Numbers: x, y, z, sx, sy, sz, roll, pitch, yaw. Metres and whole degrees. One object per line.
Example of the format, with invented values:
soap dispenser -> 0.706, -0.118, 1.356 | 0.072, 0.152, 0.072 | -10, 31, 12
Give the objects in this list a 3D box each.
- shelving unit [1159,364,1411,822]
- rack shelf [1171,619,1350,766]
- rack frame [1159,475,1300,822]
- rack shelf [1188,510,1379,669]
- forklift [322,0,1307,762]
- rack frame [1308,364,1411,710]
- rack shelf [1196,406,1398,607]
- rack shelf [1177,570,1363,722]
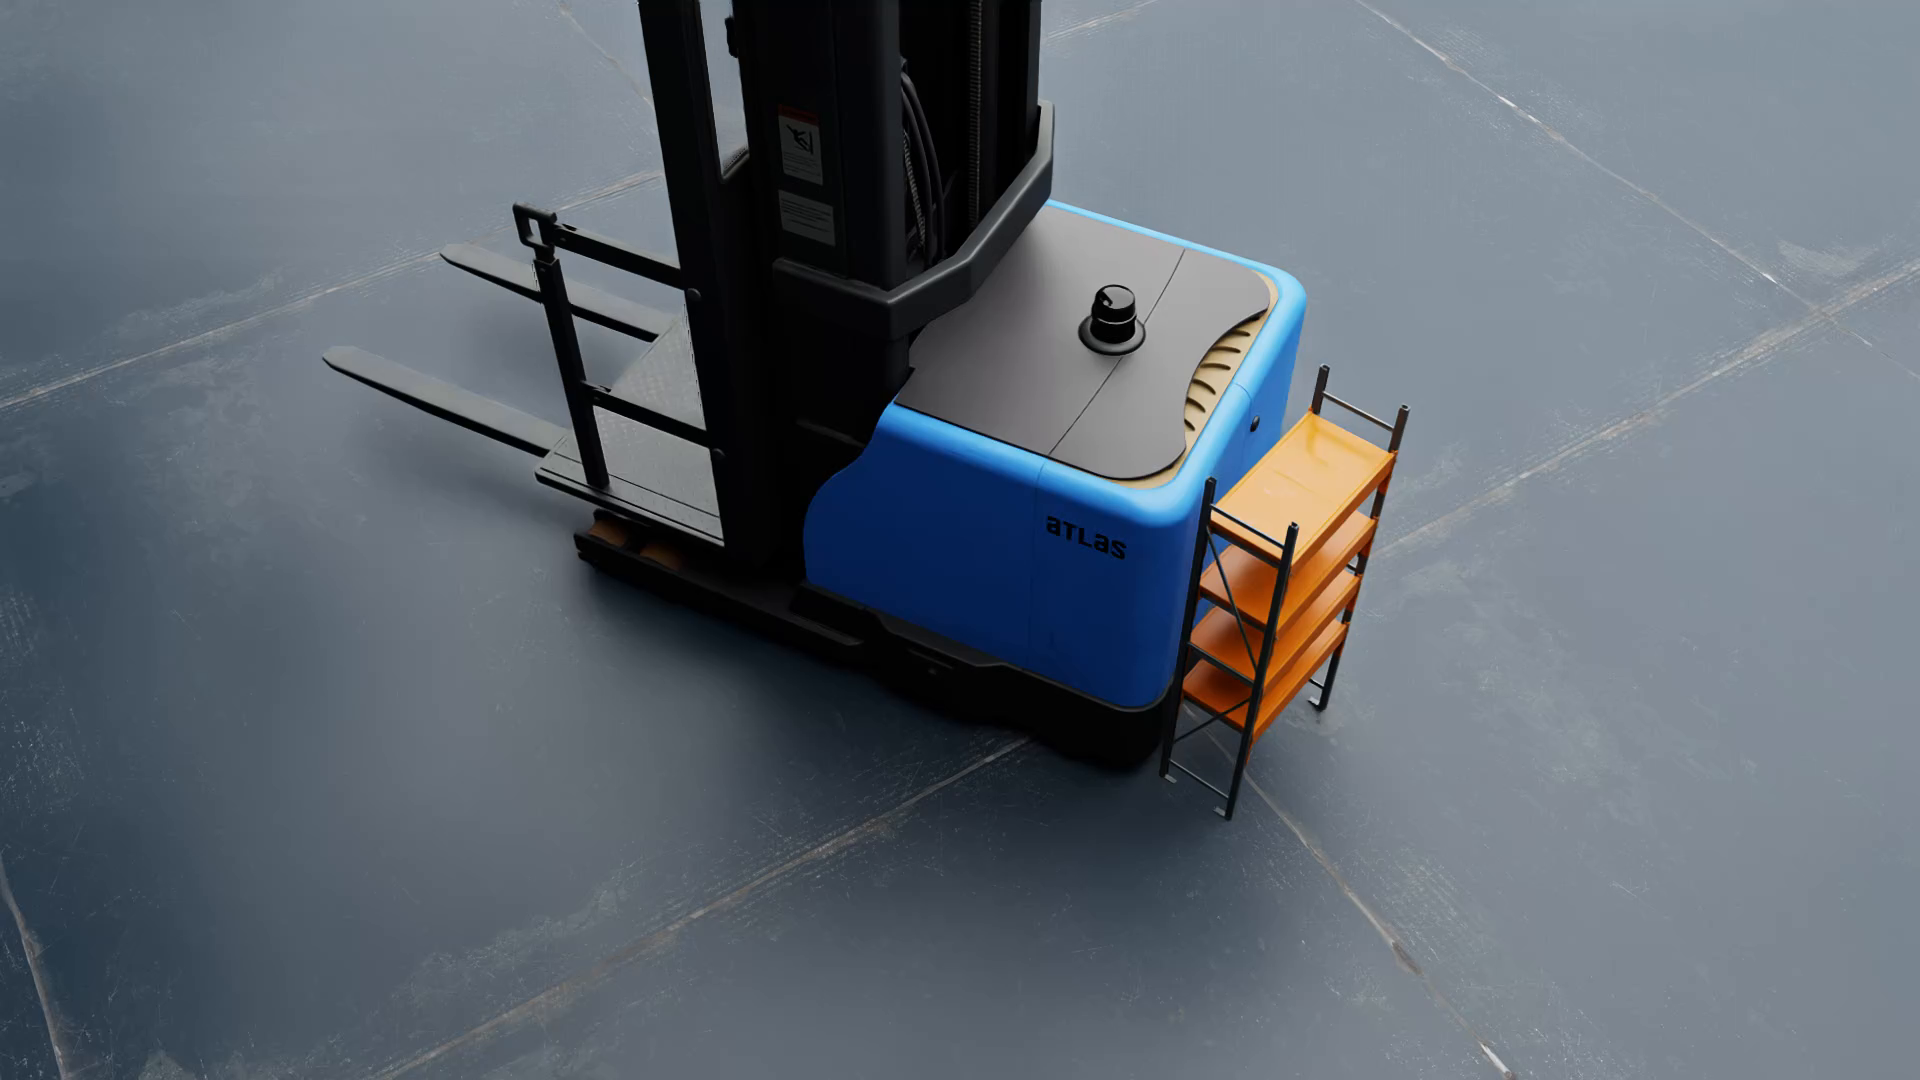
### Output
shelving unit -> 0.810, 0.173, 4.292 | 0.258, 1.200, 0.503 | 32, 56, 25
rack shelf -> 0.810, 0.350, 4.491 | 0.258, 0.148, 0.480 | 32, 56, 25
rack frame -> 0.654, 0.313, 4.168 | 0.240, 1.200, 0.015 | 32, 56, 25
rack shelf -> 0.810, 0.069, 4.175 | 0.258, 0.148, 0.480 | 32, 56, 25
forklift -> -0.609, -1.143, 4.305 | 3.031, 2.935, 1.130 | 21, 52, 17
rack frame -> 0.966, 0.033, 4.417 | 0.240, 1.200, 0.015 | 32, 56, 25
rack shelf -> 0.810, -0.088, 3.999 | 0.258, 0.148, 0.480 | 32, 56, 25
rack shelf -> 0.810, 0.218, 4.343 | 0.258, 0.148, 0.480 | 32, 56, 25
